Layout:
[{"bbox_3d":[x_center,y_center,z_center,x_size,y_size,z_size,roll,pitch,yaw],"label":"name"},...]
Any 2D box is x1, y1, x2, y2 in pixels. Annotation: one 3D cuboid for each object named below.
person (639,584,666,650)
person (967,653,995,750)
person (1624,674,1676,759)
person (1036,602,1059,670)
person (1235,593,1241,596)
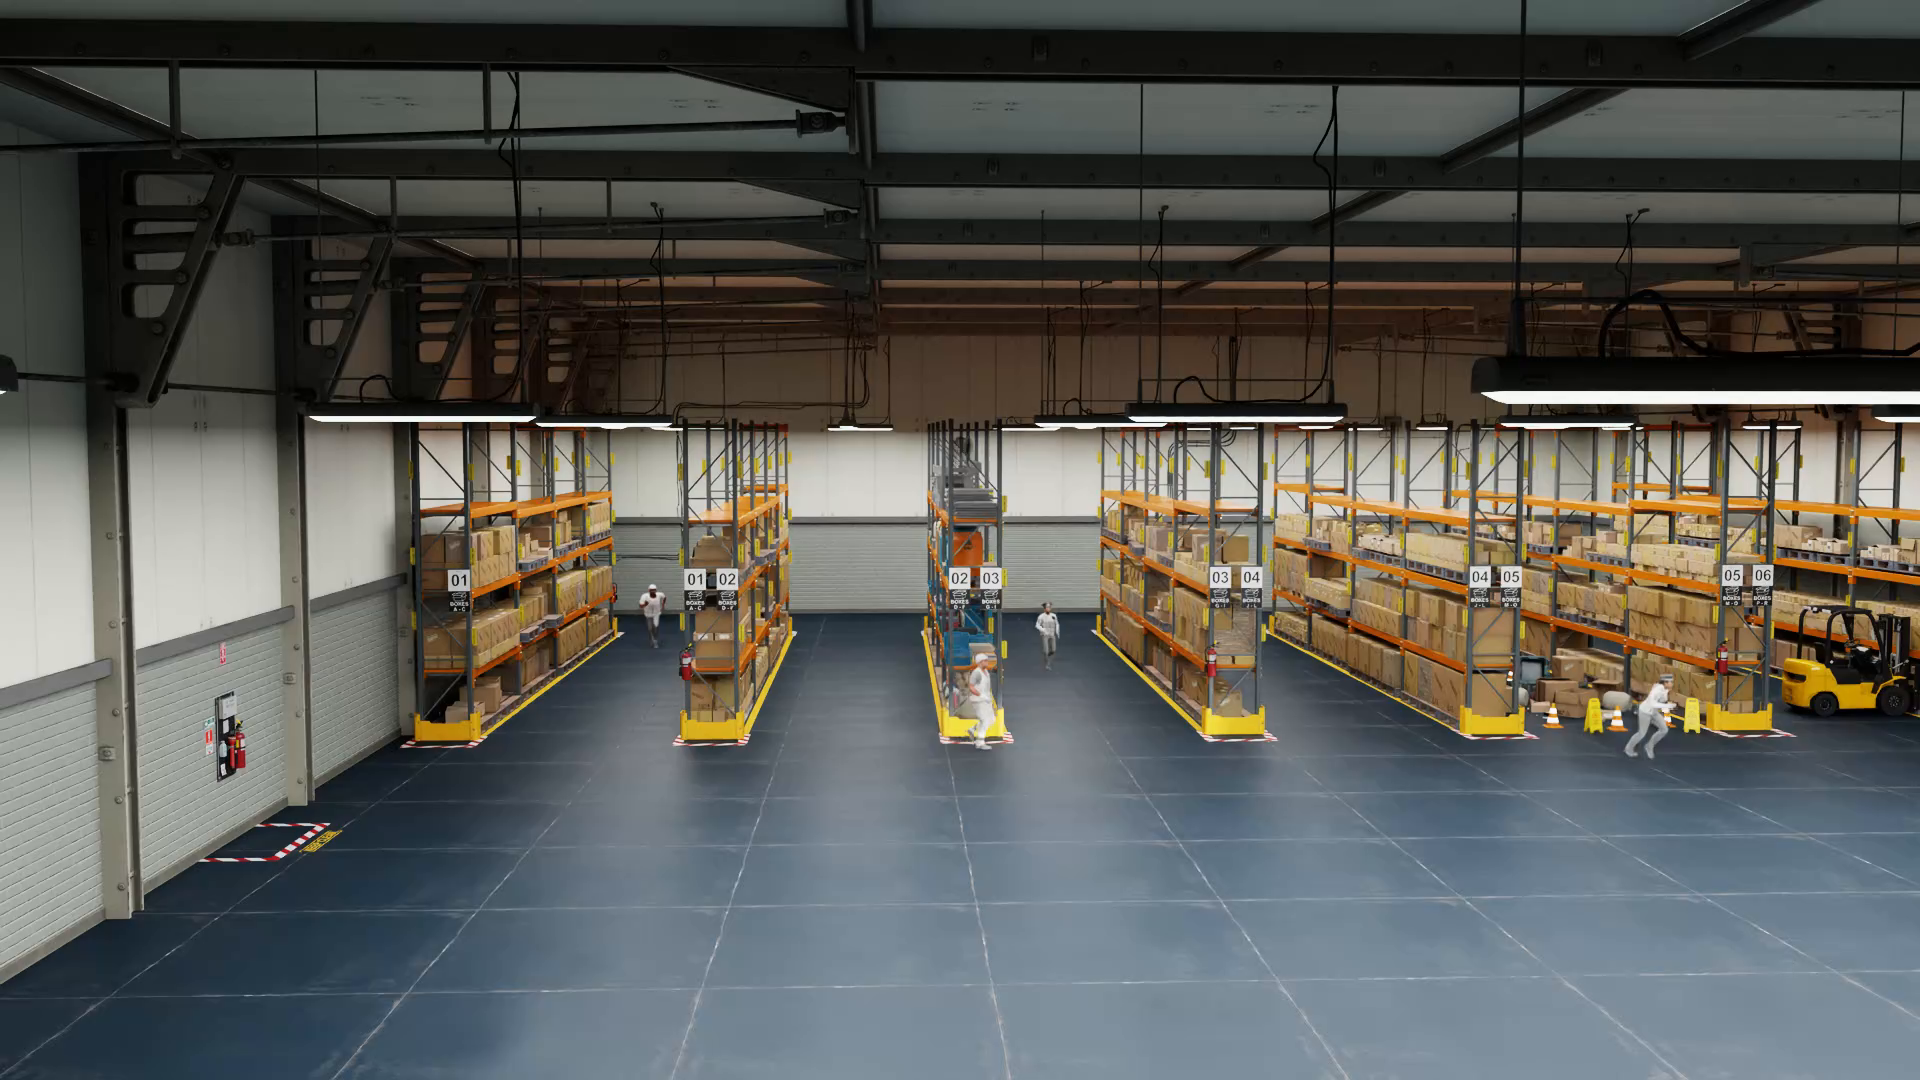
[{"bbox_3d":[-8.179,2.028,44.243,0.683,1.749,0.928,0,4,-7],"label":"person"},{"bbox_3d":[0.348,2.921,30.097,0.597,1.745,0.663,2,4,26],"label":"person"},{"bbox_3d":[12.160,3.086,29.225,0.649,1.540,0.916,-3,5,-43],"label":"person"},{"bbox_3d":[2.143,2.324,40.310,0.612,1.658,0.548,-1,4,-13],"label":"person"},{"bbox_3d":[7.752,1.919,45.886,0.646,1.827,0.664,0,4,-8],"label":"person"}]
